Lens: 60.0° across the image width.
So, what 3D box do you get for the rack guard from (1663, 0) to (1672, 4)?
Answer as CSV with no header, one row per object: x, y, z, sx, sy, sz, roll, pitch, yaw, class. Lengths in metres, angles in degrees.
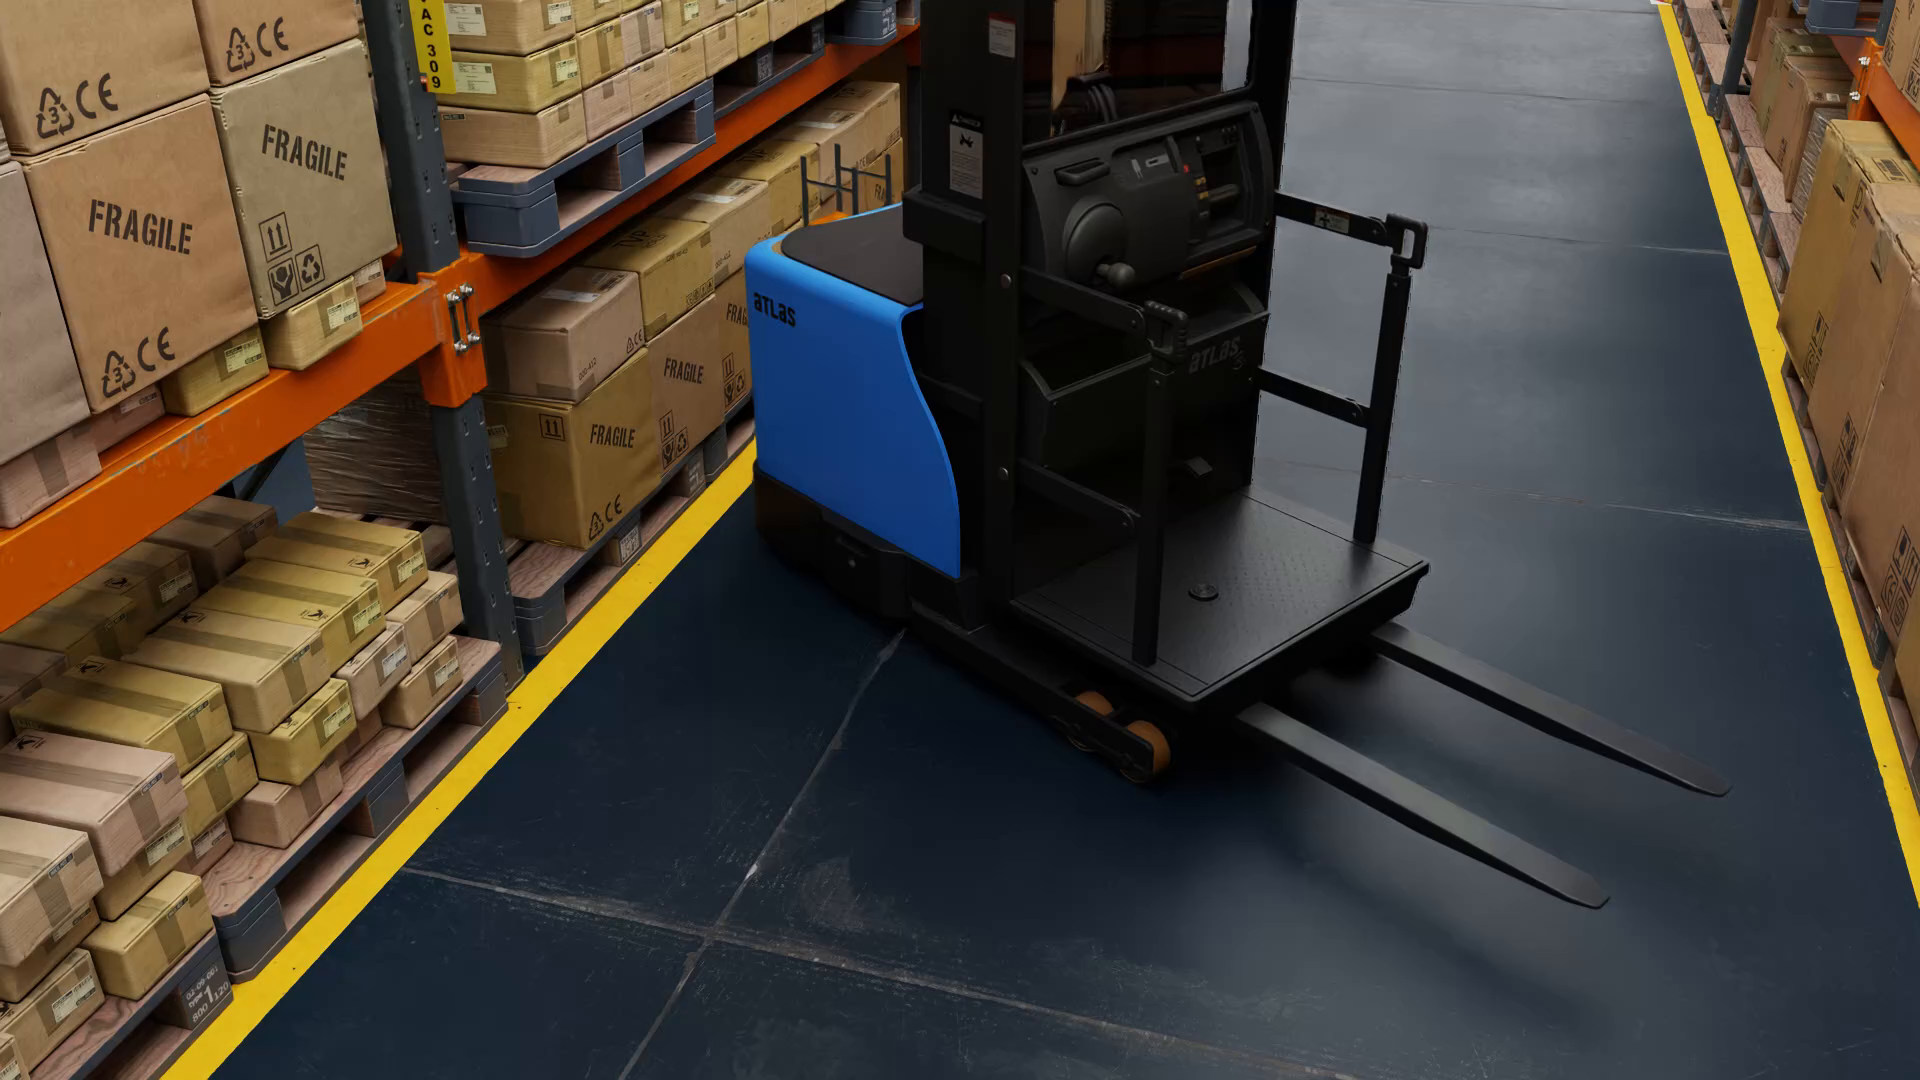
6.410,-4.631,13.561,1.175,0.500,0.348,8,30,15,rack guard

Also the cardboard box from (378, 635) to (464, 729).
-1.592,0.356,4.525,0.380,0.149,0.250,9,30,16,cardboard box

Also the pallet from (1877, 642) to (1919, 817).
3.064,0.667,4.334,1.003,0.211,1.213,8,30,15,pallet

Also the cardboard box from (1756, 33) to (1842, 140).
4.899,-2.499,9.275,0.700,0.500,0.500,8,30,15,cardboard box

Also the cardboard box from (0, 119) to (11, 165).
-1.992,-0.814,2.690,0.500,0.500,0.500,9,30,16,cardboard box

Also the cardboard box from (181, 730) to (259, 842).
-1.887,0.544,3.881,0.380,0.149,0.250,9,30,15,cardboard box

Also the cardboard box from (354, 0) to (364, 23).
-1.871,-1.485,4.549,0.380,0.149,0.250,10,31,17,cardboard box

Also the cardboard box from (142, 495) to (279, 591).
-2.101,-0.004,4.561,0.380,0.149,0.250,10,31,17,cardboard box

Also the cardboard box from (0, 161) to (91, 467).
-1.975,-0.374,2.927,0.500,0.500,0.500,8,30,15,cardboard box

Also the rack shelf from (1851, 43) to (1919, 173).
3.497,-0.797,4.838,1.077,0.370,4.000,8,30,15,rack shelf

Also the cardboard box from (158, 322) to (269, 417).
-1.769,-0.410,3.660,0.380,0.149,0.250,10,31,17,cardboard box

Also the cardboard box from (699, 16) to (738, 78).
-0.945,-1.608,5.382,0.380,0.149,0.250,7,30,13,cardboard box

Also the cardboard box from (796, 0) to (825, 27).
-0.715,-1.980,6.049,0.380,0.149,0.250,9,30,16,cardboard box

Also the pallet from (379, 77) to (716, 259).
-1.439,-1.188,4.997,1.003,0.211,1.213,8,30,15,pallet

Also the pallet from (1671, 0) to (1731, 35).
6.137,-4.133,12.962,1.003,0.211,1.213,8,30,15,pallet

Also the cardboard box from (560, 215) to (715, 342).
-1.179,-0.909,5.667,0.500,0.250,0.500,9,30,16,cardboard box

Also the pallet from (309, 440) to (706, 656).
-1.575,-0.081,5.678,1.003,0.211,1.213,8,30,15,pallet

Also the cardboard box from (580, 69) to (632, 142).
-1.171,-1.258,4.752,0.380,0.149,0.250,9,30,16,cardboard box

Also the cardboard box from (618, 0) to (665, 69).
-1.097,-1.499,4.879,0.380,0.149,0.250,9,30,16,cardboard box

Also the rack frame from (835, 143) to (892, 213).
-0.333,-0.811,5.973,0.240,1.200,0.006,19,34,30,rack frame

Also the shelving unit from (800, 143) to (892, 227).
-0.386,-0.774,5.908,0.258,1.200,0.189,19,34,30,shelving unit

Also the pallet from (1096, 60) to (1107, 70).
0.392,-3.067,11.046,1.003,0.211,1.213,8,30,15,pallet

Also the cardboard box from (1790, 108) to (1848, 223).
4.412,-1.715,7.866,0.700,0.500,0.500,6,30,11,cardboard box

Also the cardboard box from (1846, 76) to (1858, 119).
4.398,-2.032,7.665,0.500,0.250,0.500,12,31,20,cardboard box

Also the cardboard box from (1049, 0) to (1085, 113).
0.163,-3.106,10.130,1.050,0.750,0.750,8,30,15,cardboard box

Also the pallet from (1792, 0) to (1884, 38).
4.191,-2.304,7.003,1.213,0.211,1.003,8,30,15,pallet

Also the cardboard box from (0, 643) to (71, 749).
-2.321,0.364,3.898,0.380,0.149,0.250,8,30,14,cardboard box

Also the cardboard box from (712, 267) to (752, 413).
-1.037,-0.825,6.287,0.500,0.500,0.500,9,30,16,cardboard box

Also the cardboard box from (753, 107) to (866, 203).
-0.716,-1.623,6.951,0.500,0.250,0.500,9,30,16,cardboard box

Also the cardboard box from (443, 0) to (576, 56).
-1.247,-1.388,4.374,0.380,0.149,0.250,10,31,17,cardboard box

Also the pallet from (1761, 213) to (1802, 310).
4.315,-1.186,7.664,1.003,0.211,1.213,8,30,15,pallet

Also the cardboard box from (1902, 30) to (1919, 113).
3.532,-1.658,5.542,0.500,0.500,0.500,8,30,14,cardboard box

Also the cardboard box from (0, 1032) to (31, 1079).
-2.075,1.066,3.250,0.380,0.149,0.250,9,30,15,cardboard box

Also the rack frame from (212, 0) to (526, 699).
-1.802,-0.937,4.349,1.000,3.000,0.127,8,30,15,rack frame

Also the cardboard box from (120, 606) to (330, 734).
-1.761,0.309,3.998,0.380,0.149,0.250,8,30,14,cardboard box

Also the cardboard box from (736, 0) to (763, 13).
-0.866,-1.869,5.544,0.380,0.149,0.250,8,30,14,cardboard box

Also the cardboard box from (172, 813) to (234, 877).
-1.957,0.702,3.903,0.380,0.149,0.250,8,30,14,cardboard box

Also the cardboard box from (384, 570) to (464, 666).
-1.591,0.187,4.523,0.380,0.149,0.250,9,30,16,cardboard box

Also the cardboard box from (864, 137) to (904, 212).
-0.571,-1.544,7.579,0.500,0.500,0.500,8,30,15,cardboard box

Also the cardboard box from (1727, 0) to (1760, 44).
5.682,-3.738,11.524,0.500,0.500,0.500,6,30,10,cardboard box

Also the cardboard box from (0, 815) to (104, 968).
-1.970,0.684,3.323,0.380,0.149,0.250,7,30,13,cardboard box

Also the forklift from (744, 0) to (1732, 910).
0.673,-0.899,4.350,1.130,2.935,3.031,-24,37,-36,forklift

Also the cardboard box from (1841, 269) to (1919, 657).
3.340,-0.153,4.693,1.225,0.875,0.875,7,30,13,cardboard box
